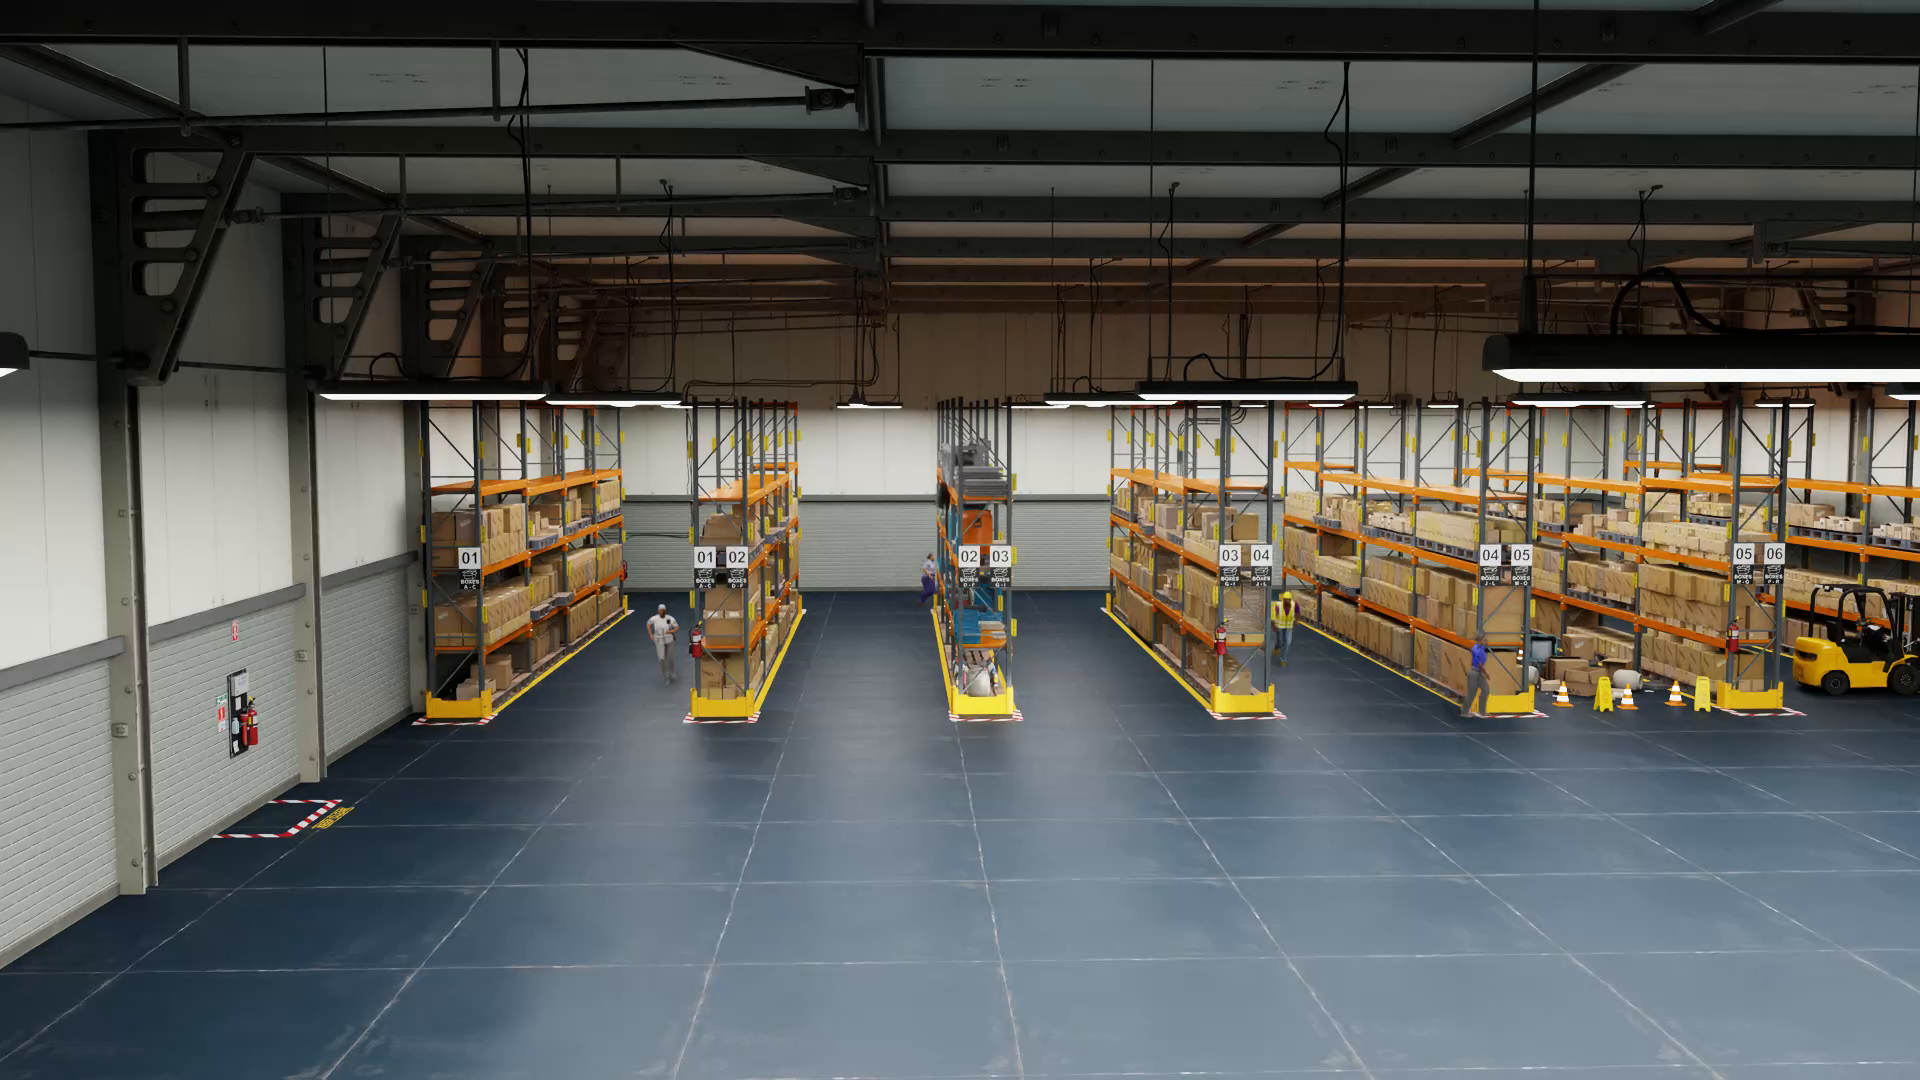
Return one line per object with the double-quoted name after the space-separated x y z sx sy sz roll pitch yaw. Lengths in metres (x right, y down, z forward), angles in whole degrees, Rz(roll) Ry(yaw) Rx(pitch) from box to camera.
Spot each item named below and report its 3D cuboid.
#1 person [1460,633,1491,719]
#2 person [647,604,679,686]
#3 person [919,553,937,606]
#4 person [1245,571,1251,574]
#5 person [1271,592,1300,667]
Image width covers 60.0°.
9.592 2.549 30.894 0.542 1.704 0.538 2 5 22 "person"
-6.255 2.194 35.043 0.677 1.699 0.835 -1 4 -9 "person"
-0.885 1.157 49.153 0.507 1.549 0.748 2 5 21 "person"
8.092 1.297 46.575 0.622 1.727 0.696 0 4 -1 "person"
7.322 1.996 37.602 0.699 1.706 0.937 -1 4 -9 "person"
